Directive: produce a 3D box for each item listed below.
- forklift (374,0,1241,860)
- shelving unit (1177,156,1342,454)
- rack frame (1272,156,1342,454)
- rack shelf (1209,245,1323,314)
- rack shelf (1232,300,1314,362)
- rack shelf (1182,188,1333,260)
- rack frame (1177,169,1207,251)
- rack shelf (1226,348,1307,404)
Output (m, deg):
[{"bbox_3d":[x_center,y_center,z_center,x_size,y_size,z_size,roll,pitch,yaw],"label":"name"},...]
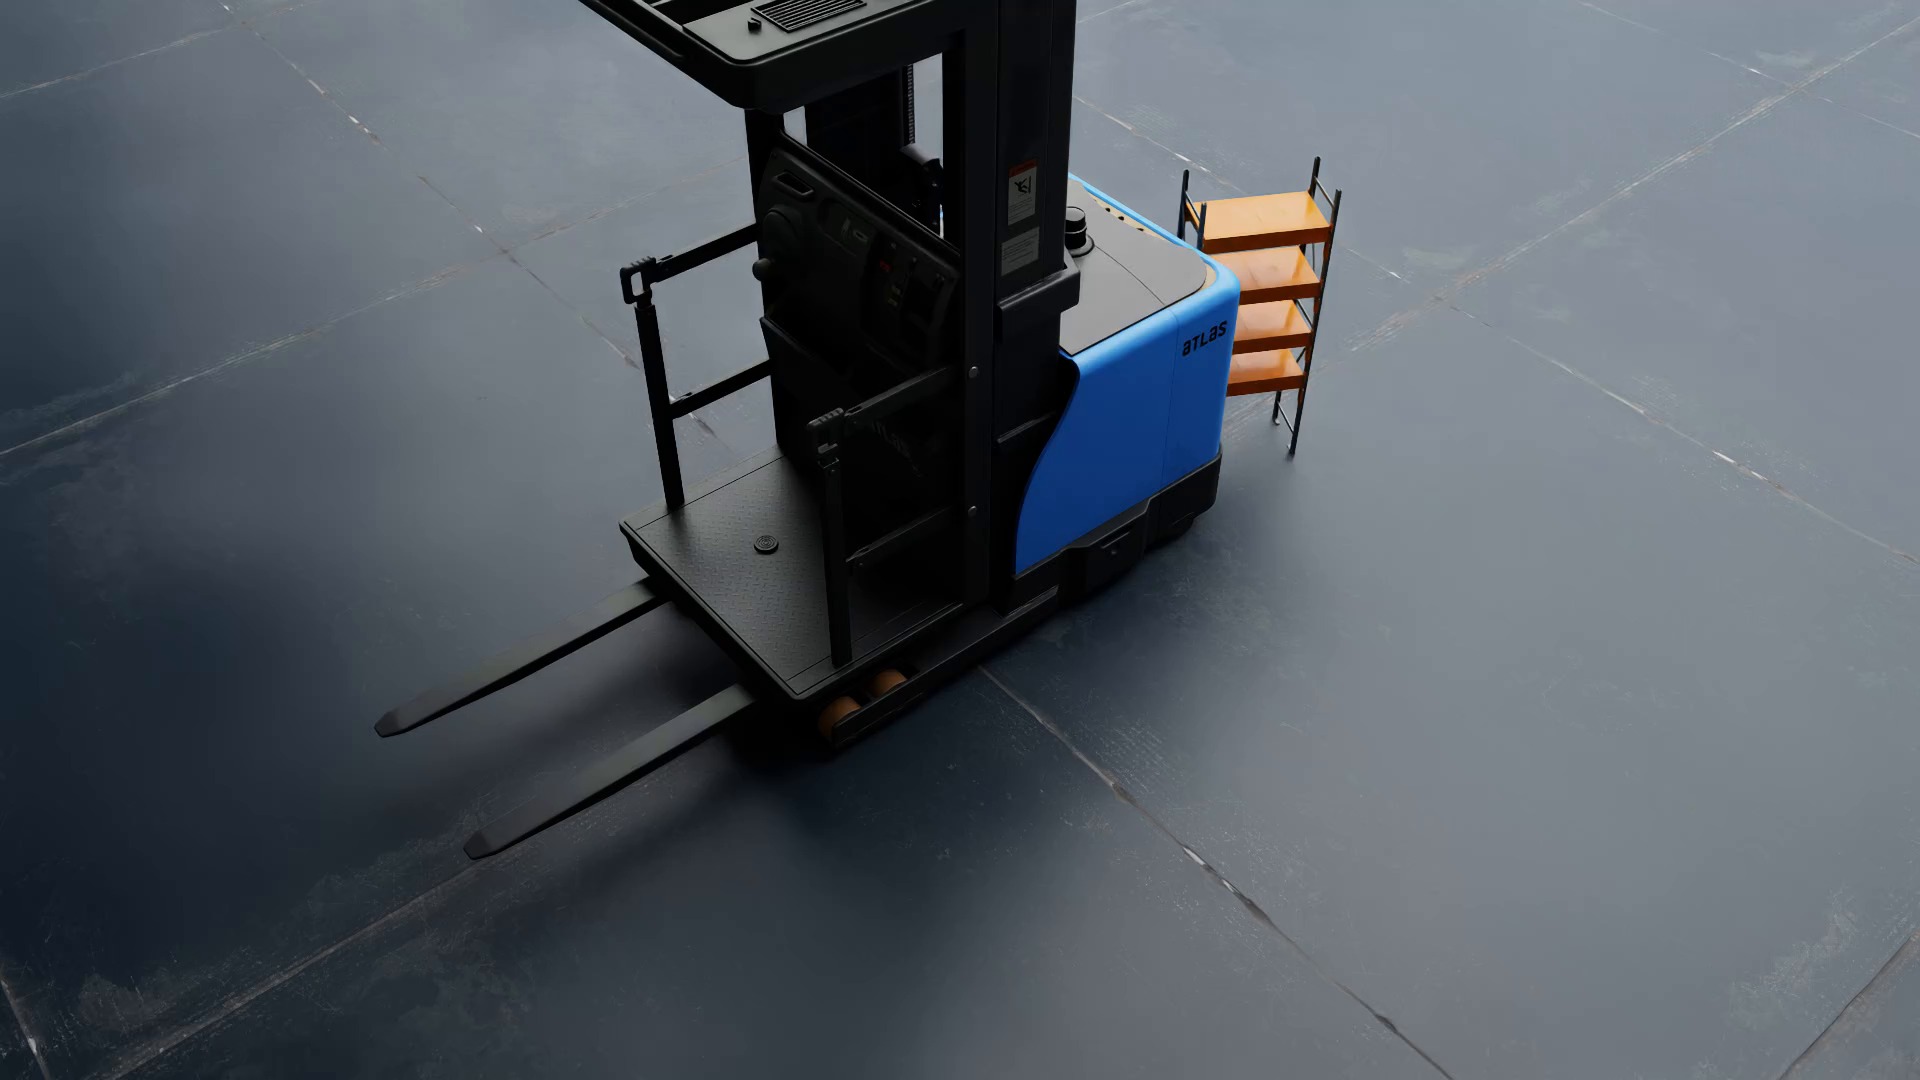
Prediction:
[{"bbox_3d":[-0.486,-0.795,4.955,3.031,2.935,1.130,-29,51,-28],"label":"forklift"},{"bbox_3d":[1.063,-0.829,6.256,0.503,1.200,0.258,-7,44,-8],"label":"shelving unit"},{"bbox_3d":[1.303,-0.860,6.289,0.015,1.200,0.240,-7,44,-8],"label":"rack frame"},{"bbox_3d":[1.063,-0.943,6.149,0.480,0.148,0.258,-7,44,-8],"label":"rack shelf"},{"bbox_3d":[1.063,-0.780,6.303,0.480,0.148,0.258,-7,44,-8],"label":"rack shelf"},{"bbox_3d":[1.063,-1.116,5.987,0.480,0.148,0.258,-7,44,-8],"label":"rack shelf"},{"bbox_3d":[0.823,-0.798,6.224,0.015,1.200,0.240,-7,44,-8],"label":"rack frame"},{"bbox_3d":[1.063,-0.635,6.438,0.480,0.148,0.258,-7,44,-8],"label":"rack shelf"}]
